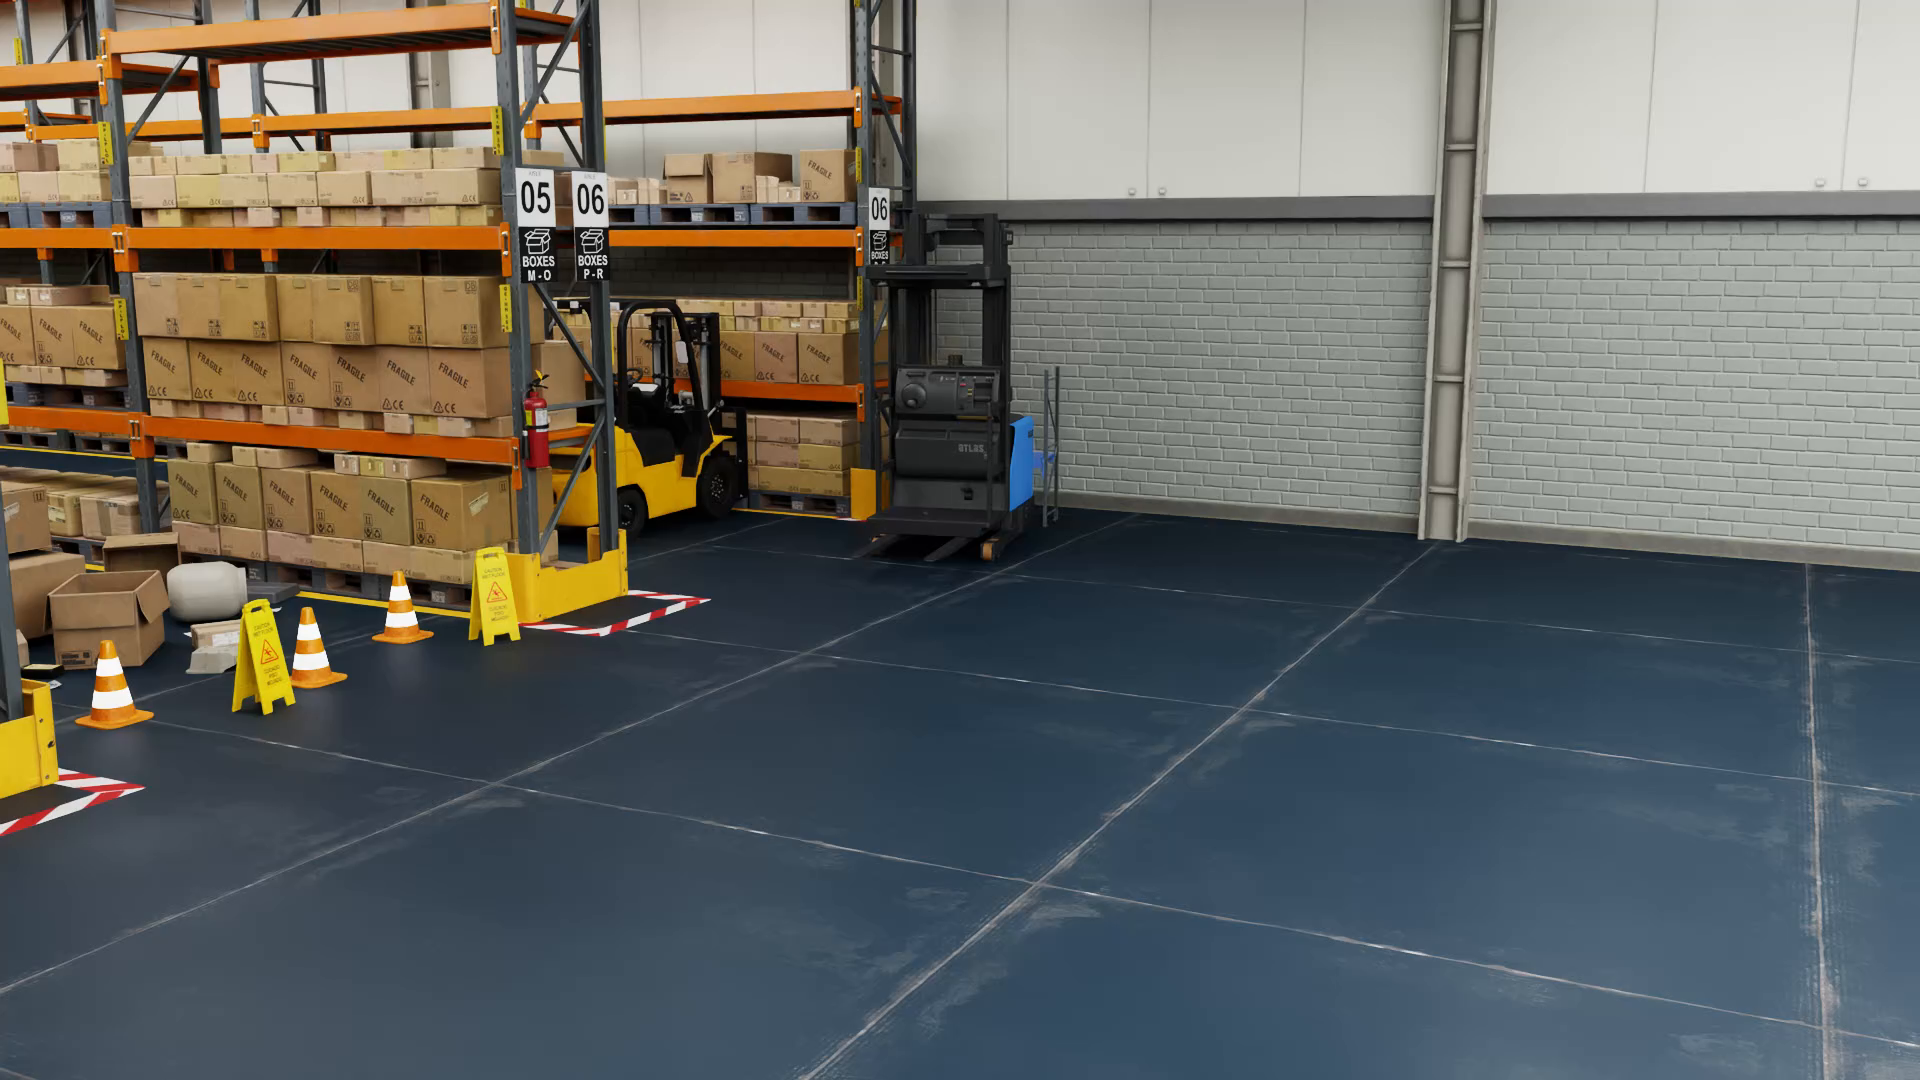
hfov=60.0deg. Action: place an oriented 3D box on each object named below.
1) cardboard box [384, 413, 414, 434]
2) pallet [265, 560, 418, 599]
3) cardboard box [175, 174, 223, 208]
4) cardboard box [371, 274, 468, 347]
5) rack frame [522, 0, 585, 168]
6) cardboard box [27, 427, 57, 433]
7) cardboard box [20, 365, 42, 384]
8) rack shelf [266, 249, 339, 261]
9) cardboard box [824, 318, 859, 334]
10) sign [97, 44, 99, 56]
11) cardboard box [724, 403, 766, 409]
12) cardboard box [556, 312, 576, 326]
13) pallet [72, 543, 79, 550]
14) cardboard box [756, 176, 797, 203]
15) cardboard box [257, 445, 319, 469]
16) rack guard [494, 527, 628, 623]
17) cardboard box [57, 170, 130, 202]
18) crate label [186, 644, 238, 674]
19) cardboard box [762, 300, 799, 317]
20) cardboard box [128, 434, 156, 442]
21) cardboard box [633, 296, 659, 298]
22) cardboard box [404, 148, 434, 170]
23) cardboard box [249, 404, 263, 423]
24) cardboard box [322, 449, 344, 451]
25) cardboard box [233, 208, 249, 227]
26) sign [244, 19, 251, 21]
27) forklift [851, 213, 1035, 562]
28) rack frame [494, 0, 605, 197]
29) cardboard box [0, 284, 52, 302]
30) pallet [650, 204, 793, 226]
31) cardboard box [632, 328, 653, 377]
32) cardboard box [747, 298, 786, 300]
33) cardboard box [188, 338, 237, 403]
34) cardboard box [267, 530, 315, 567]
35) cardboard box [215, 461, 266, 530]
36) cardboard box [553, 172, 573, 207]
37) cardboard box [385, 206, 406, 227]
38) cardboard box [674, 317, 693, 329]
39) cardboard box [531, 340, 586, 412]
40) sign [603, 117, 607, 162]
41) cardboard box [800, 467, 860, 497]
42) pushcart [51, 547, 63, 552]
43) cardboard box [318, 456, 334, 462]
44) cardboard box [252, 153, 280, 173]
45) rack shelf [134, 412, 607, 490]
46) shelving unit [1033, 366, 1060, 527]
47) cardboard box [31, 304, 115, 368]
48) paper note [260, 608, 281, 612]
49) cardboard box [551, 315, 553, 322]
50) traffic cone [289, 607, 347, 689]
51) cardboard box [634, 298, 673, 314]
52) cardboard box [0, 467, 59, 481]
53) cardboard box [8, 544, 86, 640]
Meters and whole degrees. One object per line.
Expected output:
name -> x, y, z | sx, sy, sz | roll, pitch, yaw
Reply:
cardboard box -> -4.070, -0.888, 12.420 | 0.250, 0.149, 0.380 | 5, 12, 27
pallet -> -4.770, 0.225, 13.394 | 1.213, 0.211, 1.003 | 5, 11, 26
cardboard box -> -5.746, -2.721, 13.007 | 0.500, 0.250, 0.500 | 5, 11, 25
cardboard box -> -3.904, -1.709, 12.328 | 0.500, 0.500, 0.700 | 5, 11, 26
rack frame -> -4.293, -5.035, 17.785 | 0.127, 3.000, 1.000 | 5, 11, 26
cardboard box -> -12.097, -1.515, 22.002 | 0.250, 0.149, 0.380 | 5, 11, 24
cardboard box -> -7.775, -1.428, 14.221 | 0.250, 0.149, 0.380 | 5, 11, 26
rack shelf -> -6.087, -3.363, 18.987 | 4.000, 0.370, 1.077 | 5, 11, 26
cardboard box -> -1.141, -2.119, 16.415 | 0.250, 0.149, 0.380 | 5, 11, 27
sign -> -11.227, -6.293, 21.663 | 0.005, 0.325, 0.100 | 5, 11, 26
cardboard box -> -2.403, -1.303, 17.743 | 0.500, 0.250, 0.500 | 5, 11, 25
cardboard box -> -4.124, -2.385, 17.882 | 0.250, 0.149, 0.380 | 5, 11, 25
pallet -> -8.283, -0.075, 15.053 | 1.213, 0.211, 1.003 | 5, 11, 26
cardboard box -> -1.811, -3.471, 16.479 | 0.258, 0.266, 0.396 | 5, 11, 26
cardboard box -> -5.286, -0.662, 13.081 | 0.250, 0.149, 0.380 | 6, 12, 29
rack guard -> -2.967, 0.249, 12.451 | 0.348, 0.500, 1.175 | 5, 11, 26
cardboard box -> -7.074, -2.922, 13.773 | 0.500, 0.250, 0.500 | 5, 11, 25
crate label -> -4.774, 0.758, 10.660 | 0.298, 0.136, 0.250 | -1, 10, -4
cardboard box -> -1.792, -2.340, 16.798 | 0.250, 0.149, 0.380 | 5, 11, 26
cardboard box -> -10.206, -1.536, 21.134 | 0.500, 0.500, 0.500 | 5, 11, 24
cardboard box -> -3.423, -2.576, 18.104 | 0.250, 0.149, 0.380 | 5, 11, 25
cardboard box -> -3.784, -2.743, 12.008 | 0.250, 0.149, 0.380 | 5, 11, 25
cardboard box -> -5.385, -1.022, 13.160 | 0.250, 0.149, 0.380 | 5, 11, 26
cardboard box -> -7.327, -1.385, 19.951 | 0.625, 0.625, 0.875 | 5, 12, 28
cardboard box -> -5.392, -2.499, 12.896 | 0.250, 0.149, 0.380 | 5, 11, 24
sign -> -8.112, -5.762, 18.953 | 0.005, 0.325, 0.100 | 5, 11, 26
forklift -> -0.160, -1.334, 14.370 | 1.130, 2.935, 3.031 | 3, 11, 14
rack frame -> -2.899, -3.927, 11.661 | 0.127, 3.000, 1.000 | 5, 11, 26
cardboard box -> -8.481, -2.243, 15.085 | 0.250, 0.149, 0.380 | 4, 11, 23
pallet -> -2.427, -3.356, 17.179 | 1.213, 0.211, 1.003 | 5, 11, 26
cardboard box -> -3.082, -1.978, 17.455 | 0.500, 0.500, 0.500 | 5, 11, 25
cardboard box -> -2.030, -2.463, 17.480 | 0.250, 0.149, 0.380 | 5, 11, 24
cardboard box -> -5.754, -1.371, 13.266 | 0.500, 0.500, 0.500 | 5, 11, 26
cardboard box -> -5.116, 0.027, 13.199 | 0.500, 0.250, 0.500 | 5, 11, 25
cardboard box -> -5.591, -0.383, 13.360 | 0.500, 0.500, 0.500 | 6, 12, 28
cardboard box -> -3.232, -2.606, 12.369 | 0.500, 0.250, 0.500 | 5, 11, 25
cardboard box -> -4.001, -2.382, 12.254 | 0.250, 0.149, 0.380 | 5, 11, 26
cardboard box -> -2.746, -2.260, 17.191 | 0.250, 0.149, 0.380 | 5, 11, 25
cardboard box -> -3.201, -1.252, 12.611 | 0.500, 0.500, 0.500 | 5, 11, 25
sign -> -2.659, -2.968, 12.330 | 0.005, 0.325, 0.100 | 5, 11, 26
cardboard box -> -1.267, -0.608, 16.711 | 0.500, 0.250, 0.500 | 5, 11, 26
pushcart -> -7.450, 0.368, 12.137 | 0.936, 0.377, 1.648 | 1, 10, 6
cardboard box -> -4.922, -0.429, 13.616 | 0.500, 0.500, 0.500 | 6, 12, 29
cardboard box -> -5.156, -2.864, 12.678 | 0.250, 0.149, 0.380 | 5, 11, 25
rack shelf -> -4.692, -0.779, 13.131 | 4.000, 0.370, 1.077 | 5, 11, 26
shelving unit -> 0.392, -0.930, 16.156 | 1.048, 1.500, 0.538 | 3, 11, 16
cardboard box -> -7.447, -1.731, 14.078 | 0.500, 0.500, 0.500 | 5, 11, 26
paper note -> -5.114, 0.516, 12.291 | 0.148, 0.019, 0.142 | 1, 10, 6
cardboard box -> -4.513, -2.514, 18.595 | 0.250, 0.149, 0.380 | 5, 11, 25
traffic cone -> -4.042, 0.649, 10.343 | 0.334, 0.463, 0.336 | 5, 11, 26
cardboard box -> -3.201, -2.448, 17.396 | 0.250, 0.149, 0.380 | 5, 11, 25
cardboard box -> -8.906, -0.416, 15.307 | 0.625, 0.372, 0.950 | 5, 11, 25
cardboard box -> -6.437, 0.380, 11.336 | 0.503, 0.637, 0.797 | 5, 11, 26
